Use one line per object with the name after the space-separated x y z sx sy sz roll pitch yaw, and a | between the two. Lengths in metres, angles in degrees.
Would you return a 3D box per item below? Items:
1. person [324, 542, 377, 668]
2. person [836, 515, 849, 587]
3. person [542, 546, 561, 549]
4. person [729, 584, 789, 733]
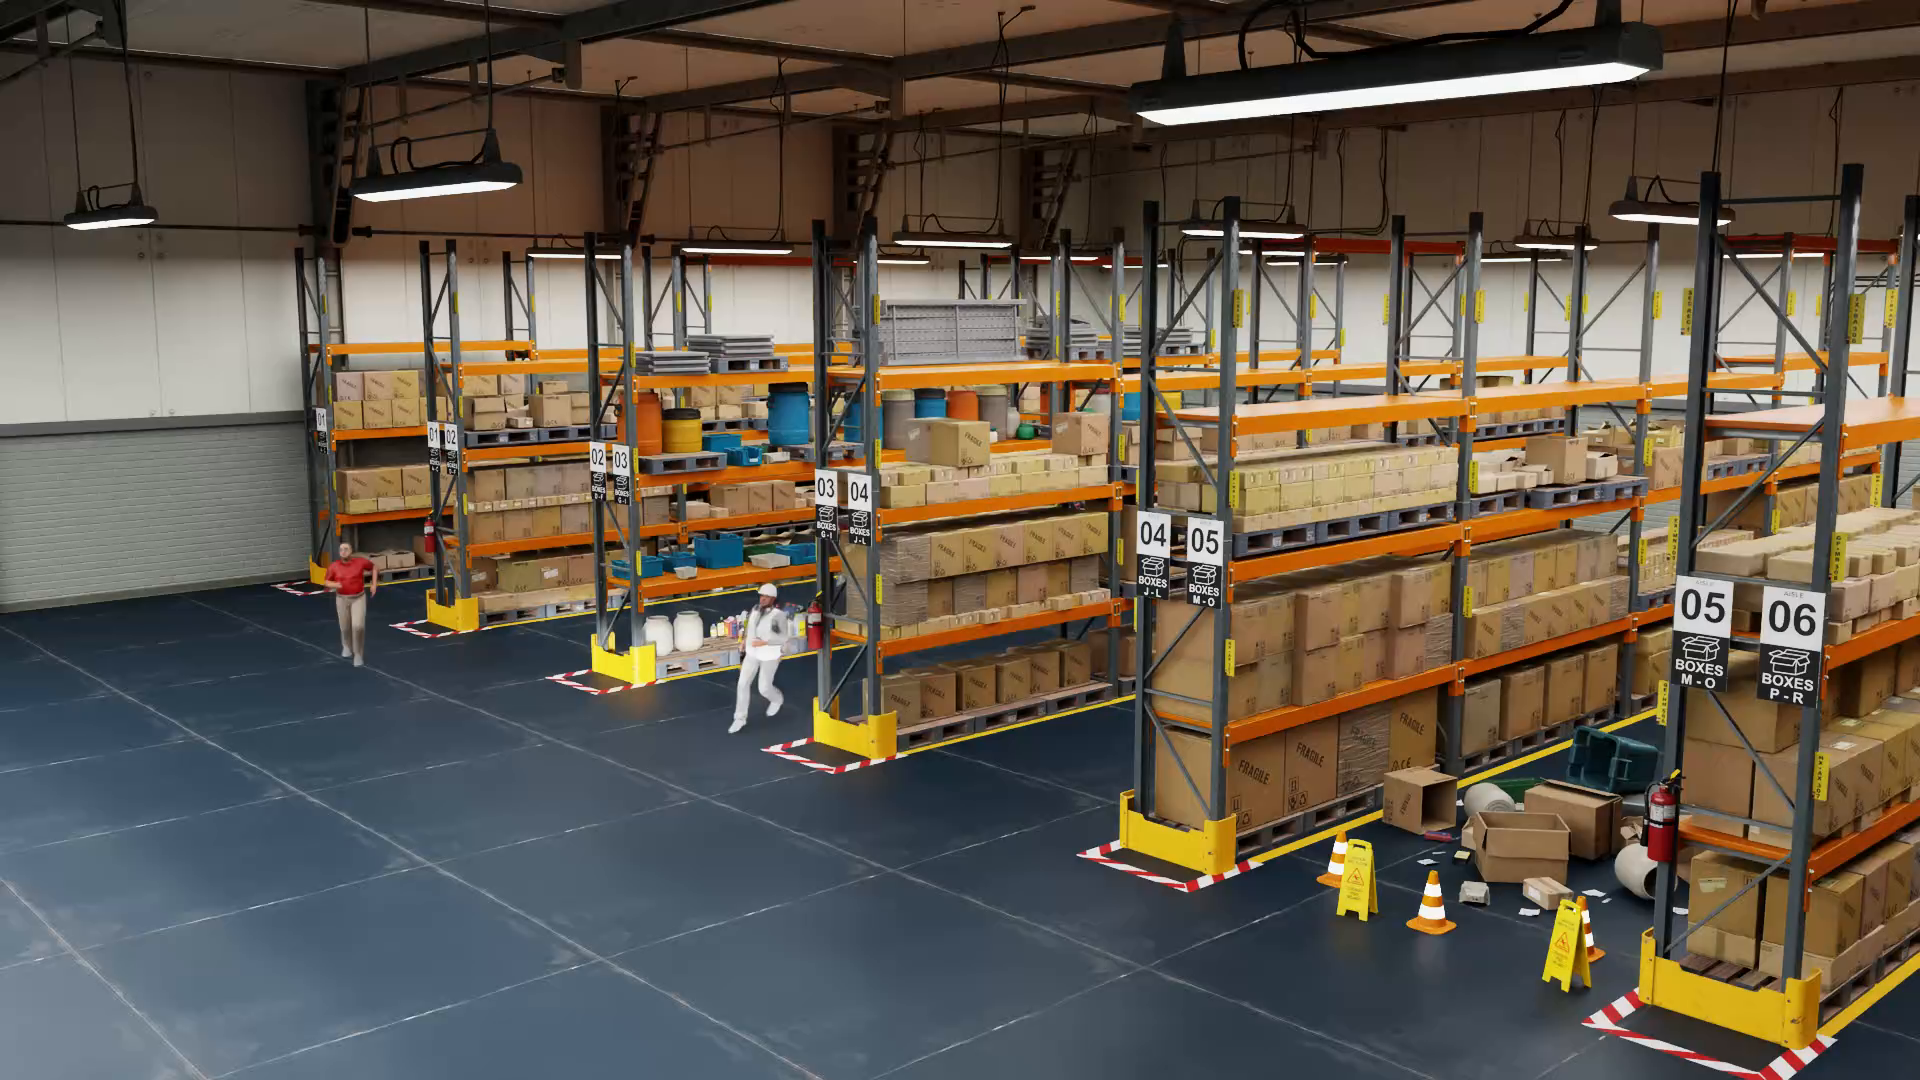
-8.572 0.900 23.435 0.673 1.779 0.914 -2 9 -12 | person
-1.982 -0.097 28.156 0.680 1.835 0.738 6 10 37 | person
-7.238 0.034 29.422 0.720 1.678 0.733 6 10 37 | person
-2.339 1.389 19.957 0.693 1.768 0.905 4 9 27 | person
